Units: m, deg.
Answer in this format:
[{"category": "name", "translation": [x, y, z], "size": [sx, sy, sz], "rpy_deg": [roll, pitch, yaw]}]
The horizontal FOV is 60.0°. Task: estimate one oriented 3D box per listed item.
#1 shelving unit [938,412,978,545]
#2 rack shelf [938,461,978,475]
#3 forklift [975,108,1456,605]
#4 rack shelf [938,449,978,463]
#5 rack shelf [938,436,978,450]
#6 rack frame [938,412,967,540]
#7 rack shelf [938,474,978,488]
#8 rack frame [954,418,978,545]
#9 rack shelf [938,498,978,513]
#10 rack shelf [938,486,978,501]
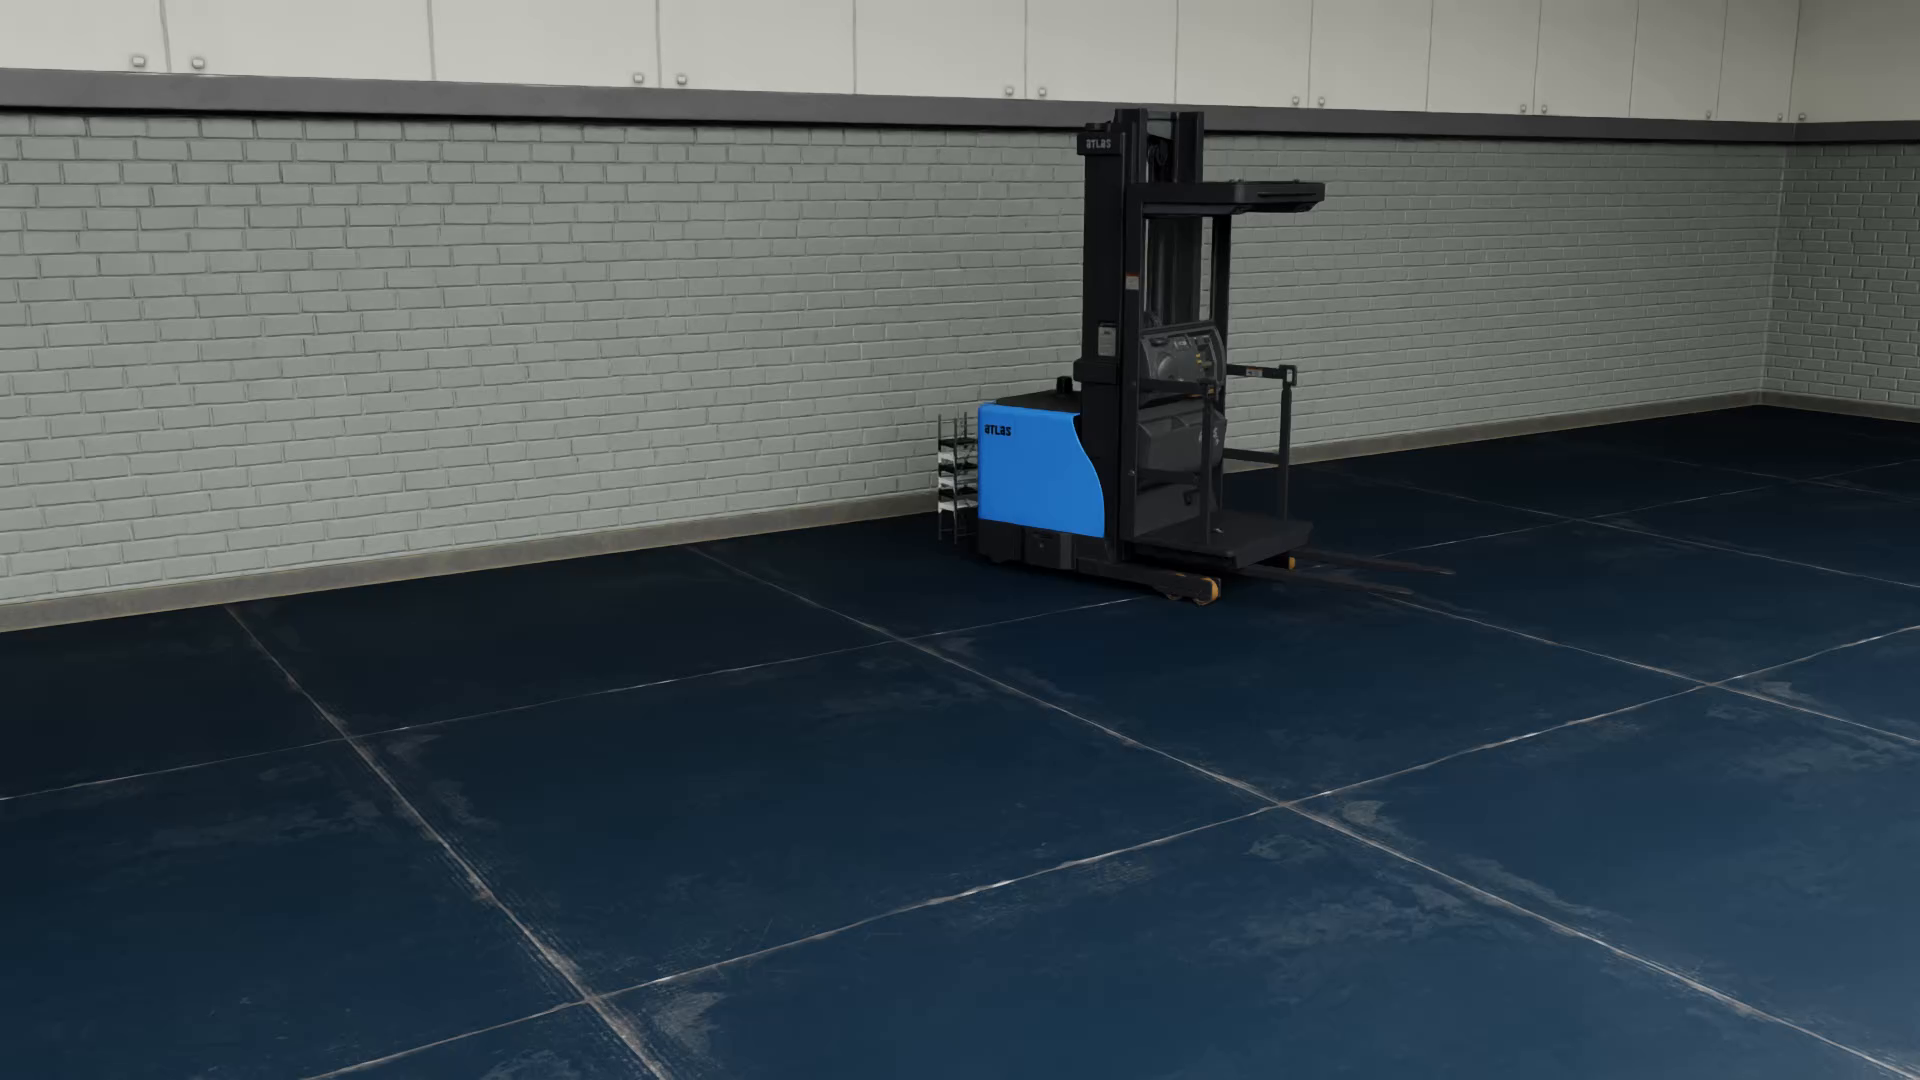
[{"category": "shelving unit", "translation": [0.004, -0.438, 11.759], "size": [0.258, 0.900, 0.210], "rpy_deg": [-8, 15, -33]}, {"category": "rack shelf", "translation": [0.004, -0.494, 11.747], "size": [0.258, 0.077, 0.200], "rpy_deg": [-8, 15, -33]}, {"category": "forklift", "translation": [1.571, -1.166, 10.333], "size": [3.031, 2.935, 1.130], "rpy_deg": [10, 16, 37]}, {"category": "rack shelf", "translation": [0.004, -0.581, 11.728], "size": [0.258, 0.077, 0.200], "rpy_deg": [-8, 15, -33]}, {"category": "rack shelf", "translation": [0.004, -0.669, 11.708], "size": [0.258, 0.077, 0.200], "rpy_deg": [-8, 15, -33]}, {"category": "rack frame", "translation": [-0.052, -0.456, 11.842], "size": [0.240, 0.900, 0.006], "rpy_deg": [-8, 15, -33]}, {"category": "rack shelf", "translation": [0.004, -0.406, 11.766], "size": [0.258, 0.077, 0.200], "rpy_deg": [-8, 15, -33]}, {"category": "rack frame", "translation": [0.061, -0.420, 11.676], "size": [0.240, 0.900, 0.006], "rpy_deg": [-8, 15, -33]}, {"category": "rack shelf", "translation": [0.004, -0.230, 11.805], "size": [0.258, 0.077, 0.200], "rpy_deg": [-8, 15, -33]}, {"category": "rack shelf", "translation": [0.004, -0.318, 11.785], "size": [0.258, 0.077, 0.200], "rpy_deg": [-8, 15, -33]}]
